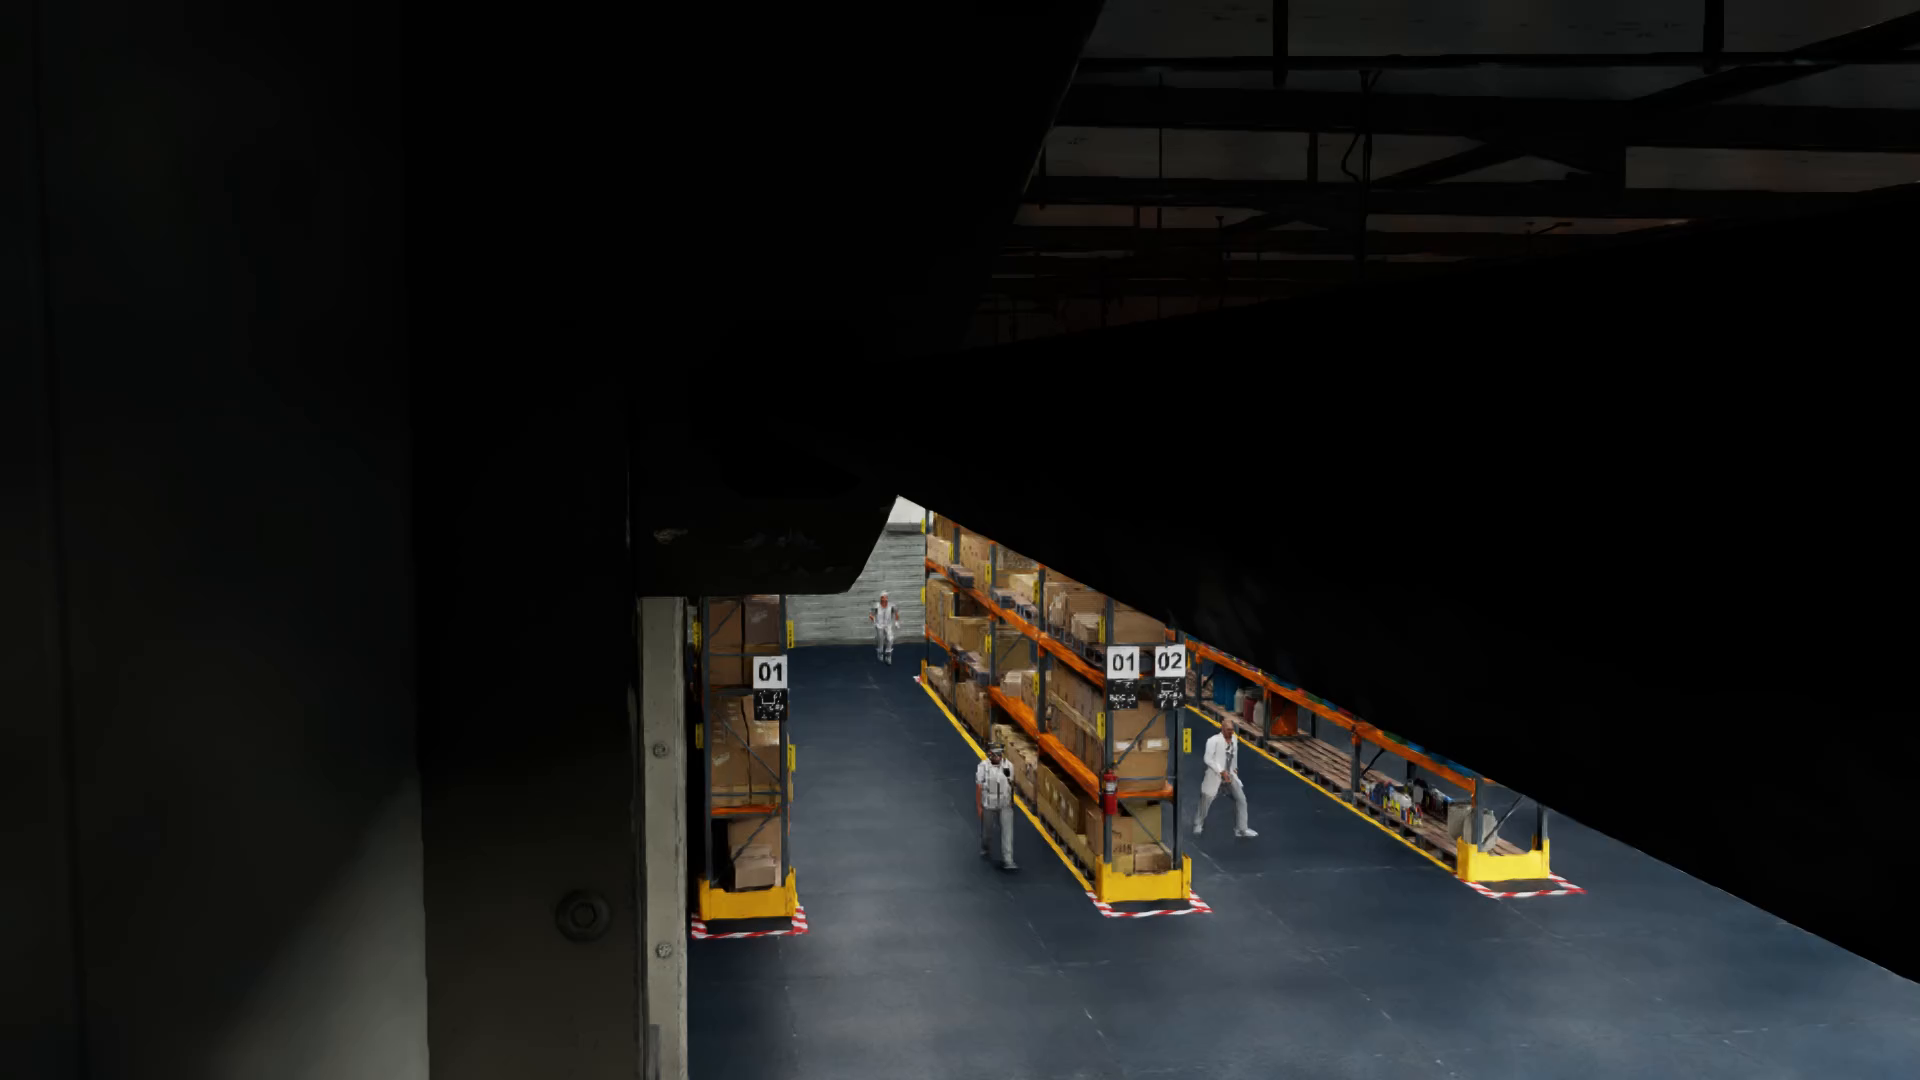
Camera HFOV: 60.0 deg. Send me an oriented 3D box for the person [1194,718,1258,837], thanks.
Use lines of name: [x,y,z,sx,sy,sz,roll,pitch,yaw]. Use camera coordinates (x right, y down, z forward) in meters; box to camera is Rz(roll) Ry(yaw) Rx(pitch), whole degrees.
person: [3.735,3.375,23.775,0.736,1.715,0.896,-2,6,-25]

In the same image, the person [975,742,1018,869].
person: [0.469,3.515,22.321,0.542,1.672,1.126,-1,5,-7]

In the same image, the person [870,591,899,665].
person: [-1.768,2.037,39.021,0.703,1.721,0.835,0,5,-4]
